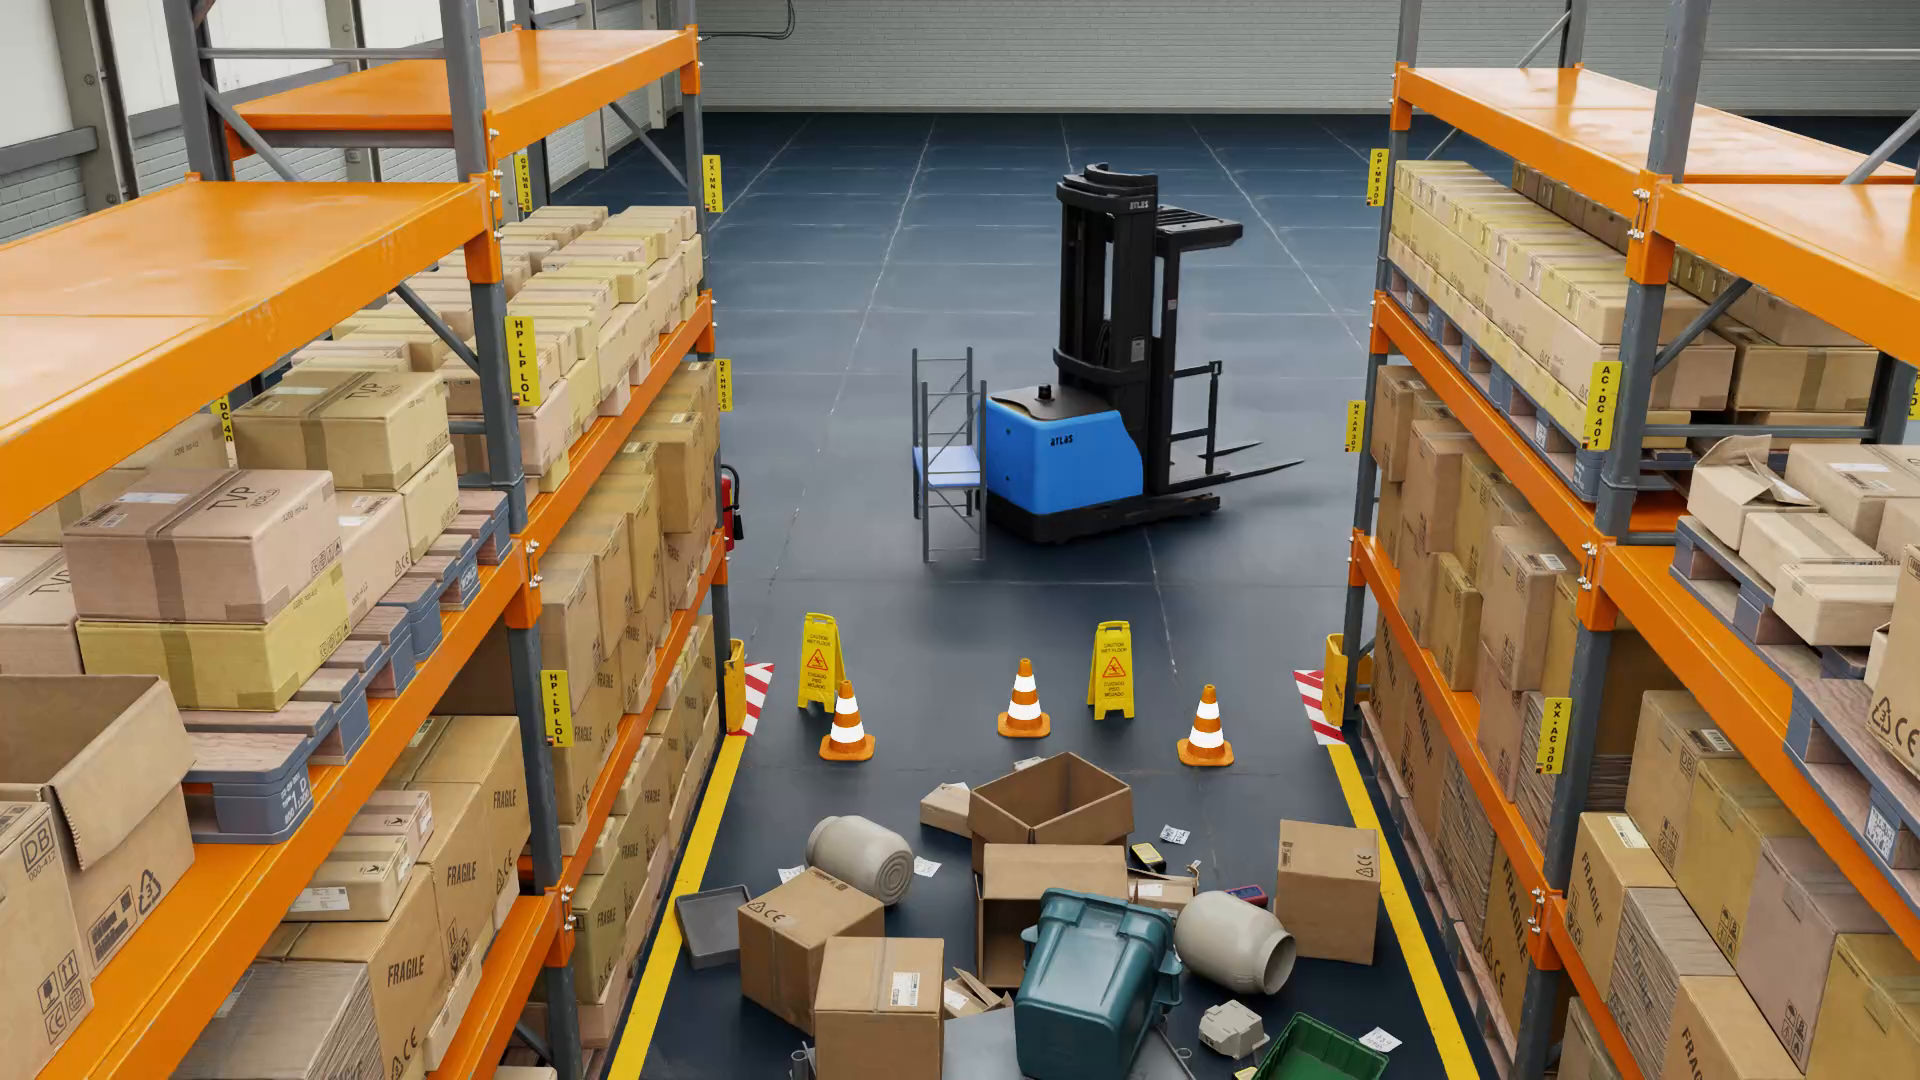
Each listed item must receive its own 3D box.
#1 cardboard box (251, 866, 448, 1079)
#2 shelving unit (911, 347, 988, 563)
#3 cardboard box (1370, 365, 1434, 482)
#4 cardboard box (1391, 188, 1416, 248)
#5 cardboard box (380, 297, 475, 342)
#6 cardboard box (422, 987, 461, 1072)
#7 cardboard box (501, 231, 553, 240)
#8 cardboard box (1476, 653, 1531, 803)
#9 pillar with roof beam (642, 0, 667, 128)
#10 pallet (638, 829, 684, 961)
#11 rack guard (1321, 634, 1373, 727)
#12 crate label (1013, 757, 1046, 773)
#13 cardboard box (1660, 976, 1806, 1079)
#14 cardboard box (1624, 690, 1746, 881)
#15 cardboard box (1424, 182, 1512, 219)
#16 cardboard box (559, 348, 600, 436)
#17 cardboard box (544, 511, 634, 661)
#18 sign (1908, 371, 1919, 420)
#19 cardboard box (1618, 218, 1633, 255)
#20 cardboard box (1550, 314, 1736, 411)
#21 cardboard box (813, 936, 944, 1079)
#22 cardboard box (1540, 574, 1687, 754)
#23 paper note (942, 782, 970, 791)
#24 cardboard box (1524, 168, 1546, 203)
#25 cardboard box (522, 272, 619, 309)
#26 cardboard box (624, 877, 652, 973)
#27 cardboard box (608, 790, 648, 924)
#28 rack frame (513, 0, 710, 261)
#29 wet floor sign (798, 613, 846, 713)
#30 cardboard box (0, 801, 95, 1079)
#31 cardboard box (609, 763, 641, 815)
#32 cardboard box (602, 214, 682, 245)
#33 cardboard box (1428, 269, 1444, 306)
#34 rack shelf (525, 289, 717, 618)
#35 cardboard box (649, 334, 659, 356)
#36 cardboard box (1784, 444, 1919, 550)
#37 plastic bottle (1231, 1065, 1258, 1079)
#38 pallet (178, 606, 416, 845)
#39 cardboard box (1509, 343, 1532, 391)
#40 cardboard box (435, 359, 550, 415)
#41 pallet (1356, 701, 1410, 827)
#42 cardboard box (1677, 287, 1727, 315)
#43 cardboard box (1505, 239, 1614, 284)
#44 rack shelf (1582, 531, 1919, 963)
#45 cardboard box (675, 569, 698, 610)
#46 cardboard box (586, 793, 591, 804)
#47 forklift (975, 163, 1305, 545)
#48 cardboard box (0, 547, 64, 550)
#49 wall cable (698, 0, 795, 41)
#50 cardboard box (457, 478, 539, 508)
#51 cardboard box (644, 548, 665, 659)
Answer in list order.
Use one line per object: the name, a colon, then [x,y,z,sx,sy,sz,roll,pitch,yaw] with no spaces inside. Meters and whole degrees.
cardboard box: [-1.925,1.339,5.093,0.500,0.500,0.500,1,21,3]
shelving unit: [-0.097,-0.711,13.582,0.538,1.500,1.048,-2,21,-5]
cardboard box: [2.917,-0.683,9.735,0.875,0.550,0.550,1,21,2]
cardboard box: [2.696,-1.781,9.197,0.500,0.250,0.500,1,21,2]
cardboard box: [-2.298,-0.962,7.252,0.380,0.149,0.250,0,21,1]
cardboard box: [-1.847,1.577,5.379,0.380,0.149,0.250,1,21,2]
cardboard box: [-2.341,-1.517,8.683,0.380,0.149,0.250,1,21,1]
cardboard box: [2.839,0.801,7.405,0.875,0.550,0.550,1,21,2]
pillar with roof beam: [-2.652,-13.669,36.611,9.100,9.000,0.400,1,21,2]
pallet: [-2.086,1.800,8.892,1.003,0.211,1.213,1,21,2]
rack guard: [2.968,0.914,10.777,1.175,0.500,0.348,1,21,2]
crate label: [0.451,1.417,9.980,0.250,0.136,0.298,-11,24,-26]
cardboard box: [2.528,1.707,5.138,0.500,0.500,0.500,1,21,1]
cardboard box: [2.836,0.870,5.913,0.700,0.500,0.500,0,21,1]
cardboard box: [2.614,-1.747,8.557,0.380,0.149,0.250,1,21,2]
cardboard box: [-1.812,-0.625,6.935,0.500,0.250,0.500,0,21,1]
cardboard box: [-1.838,0.193,7.248,0.700,0.500,0.500,1,21,2]
sign: [3.388,-0.581,5.876,0.100,0.325,0.005,1,21,2]
cardboard box: [3.243,-1.370,7.587,0.380,0.149,0.250,1,21,1]
cardboard box: [2.604,-0.687,6.378,0.500,0.250,0.500,0,21,1]
cardboard box: [-0.325,2.006,6.914,0.500,0.500,0.500,1,21,2]
cardboard box: [2.891,0.497,6.695,0.875,0.550,0.550,1,21,2]
paper note: [-0.023,1.487,9.948,0.148,0.019,0.142,-7,22,-17]
cardboard box: [3.287,-1.923,9.011,0.380,0.149,0.250,1,21,2]
cardboard box: [-1.805,-1.141,7.715,0.380,0.149,0.250,1,21,3]
cardboard box: [-1.812,1.868,8.082,0.500,0.250,0.500,2,21,5]
cardboard box: [-1.813,1.518,7.948,0.500,0.500,0.500,1,21,4]
rack frame: [-1.984,-3.058,9.263,1.000,3.000,0.127,1,21,2]
wet floor sign: [-0.908,0.780,10.921,0.267,0.644,0.232,8,23,20]
cardboard box: [-2.188,0.844,3.216,0.700,0.500,0.500,1,21,2]
cardboard box: [-1.740,1.179,7.925,0.380,0.149,0.250,1,21,4]
cardboard box: [-1.745,-1.696,9.144,0.380,0.149,0.250,1,21,3]
cardboard box: [2.606,-1.281,8.460,0.380,0.149,0.250,1,21,2]
rack shelf: [-2.044,-0.601,8.072,1.077,0.370,4.000,1,21,2]
cardboard box: [-1.766,-1.043,8.564,0.380,0.149,0.250,0,21,1]
cardboard box: [2.984,-0.111,5.303,0.500,0.250,0.500,1,21,2]
plastic bottle: [1.345,2.457,7.407,0.133,0.061,0.283,-11,24,-26]
pallet: [-2.259,0.471,4.574,1.213,0.211,1.003,1,21,2]
cardboard box: [2.559,-0.733,7.046,0.380,0.149,0.250,1,21,2]
cardboard box: [-1.769,-0.578,6.264,0.380,0.149,0.250,0,21,1]
pallet: [3.021,1.347,10.059,1.003,0.211,1.213,1,21,2]
cardboard box: [3.154,-0.863,6.830,0.500,0.250,0.500,0,21,1]
cardboard box: [2.568,-1.194,7.133,0.380,0.149,0.250,1,21,2]
rack shelf: [2.785,0.863,4.299,1.077,0.370,4.000,1,21,2]
cardboard box: [-1.685,0.272,9.321,0.380,0.149,0.250,1,21,3]
cardboard box: [-1.819,1.100,7.188,0.380,0.149,0.250,1,21,3]
forklift: [1.661,-1.705,14.164,3.031,2.935,1.130,-12,24,-29]
cardboard box: [-2.538,0.051,5.024,0.500,0.250,0.500,0,21,1]
wall cable: [-5.543,-13.319,40.002,3.097,2.526,0.112,1,21,2]
cardboard box: [-1.848,-0.207,6.410,0.380,0.149,0.250,0,21,1]
cardboard box: [-1.798,0.298,8.359,0.500,0.500,0.500,1,21,2]
